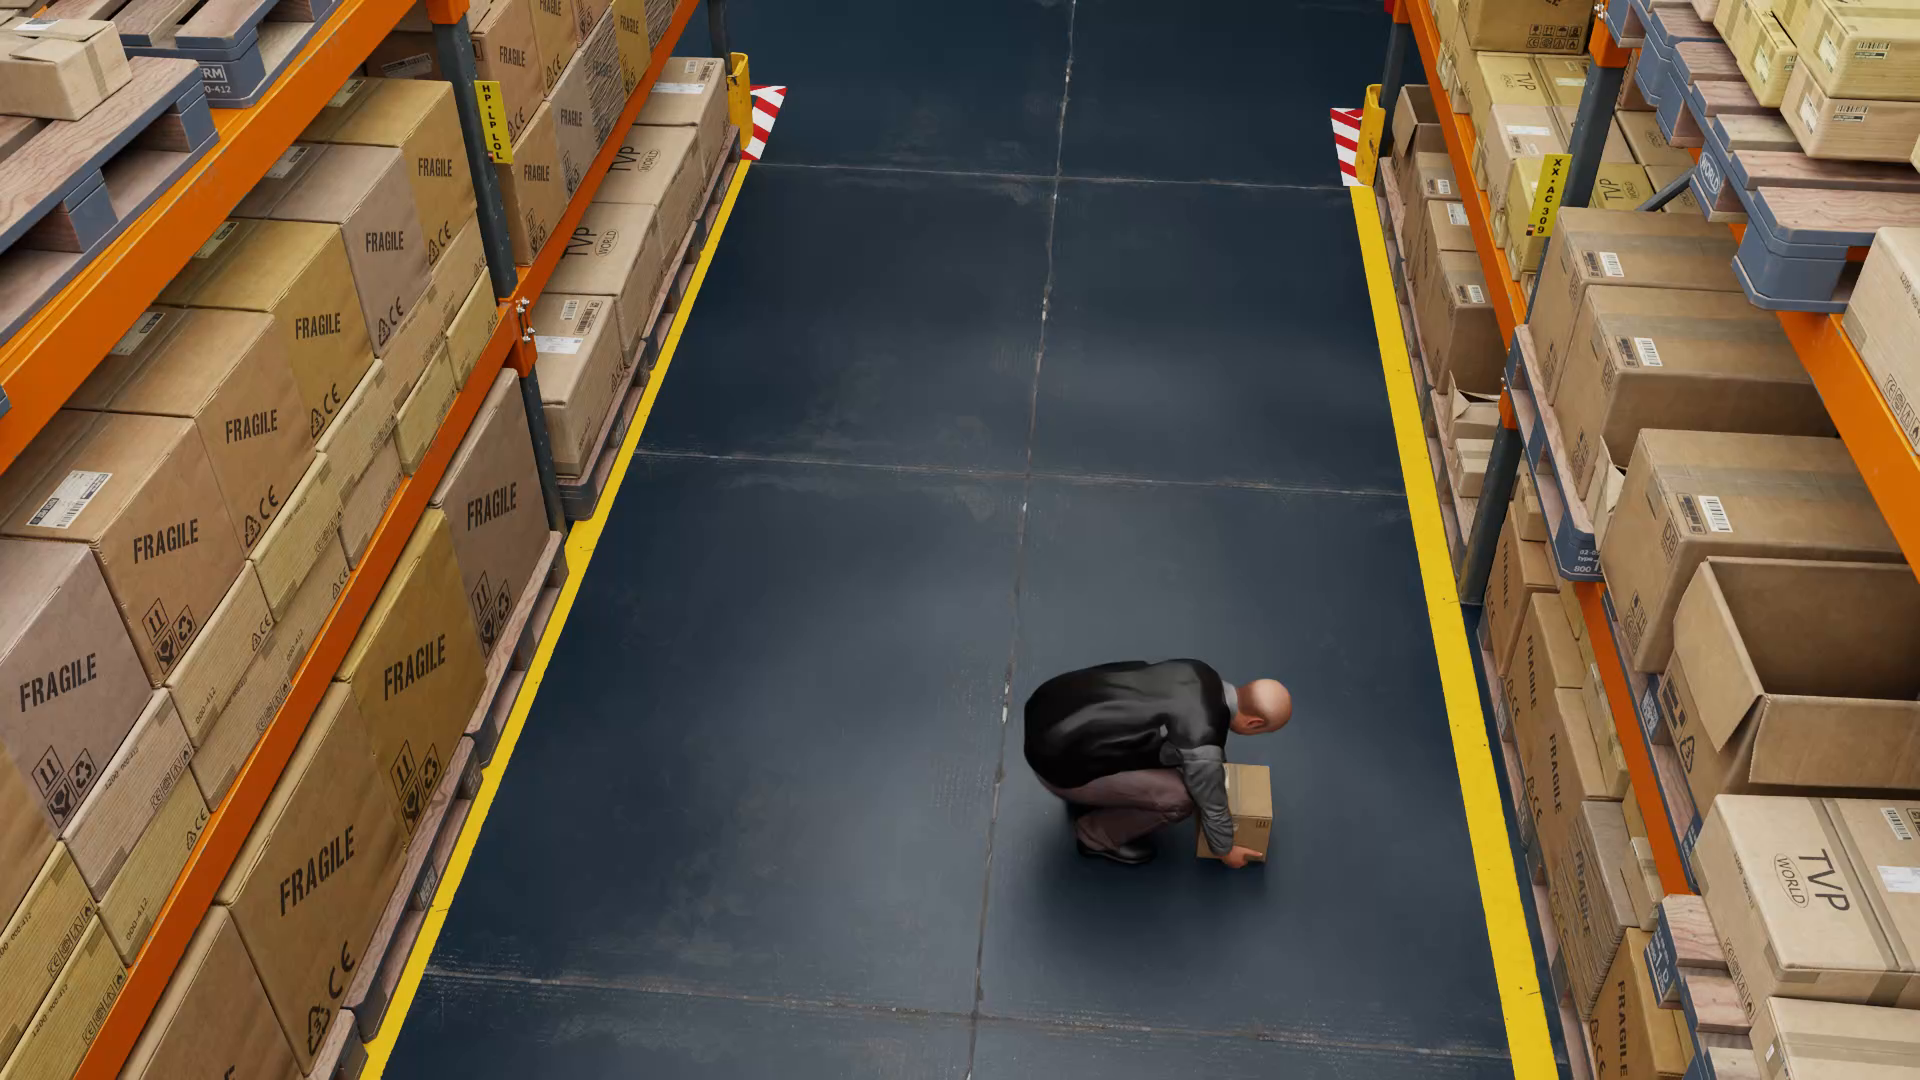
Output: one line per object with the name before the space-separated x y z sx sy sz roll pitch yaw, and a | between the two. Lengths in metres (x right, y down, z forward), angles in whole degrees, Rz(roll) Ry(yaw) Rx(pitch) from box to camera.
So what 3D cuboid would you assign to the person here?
person | 0.695 0.786 5.996 0.936 0.790 0.500 2 40 3
